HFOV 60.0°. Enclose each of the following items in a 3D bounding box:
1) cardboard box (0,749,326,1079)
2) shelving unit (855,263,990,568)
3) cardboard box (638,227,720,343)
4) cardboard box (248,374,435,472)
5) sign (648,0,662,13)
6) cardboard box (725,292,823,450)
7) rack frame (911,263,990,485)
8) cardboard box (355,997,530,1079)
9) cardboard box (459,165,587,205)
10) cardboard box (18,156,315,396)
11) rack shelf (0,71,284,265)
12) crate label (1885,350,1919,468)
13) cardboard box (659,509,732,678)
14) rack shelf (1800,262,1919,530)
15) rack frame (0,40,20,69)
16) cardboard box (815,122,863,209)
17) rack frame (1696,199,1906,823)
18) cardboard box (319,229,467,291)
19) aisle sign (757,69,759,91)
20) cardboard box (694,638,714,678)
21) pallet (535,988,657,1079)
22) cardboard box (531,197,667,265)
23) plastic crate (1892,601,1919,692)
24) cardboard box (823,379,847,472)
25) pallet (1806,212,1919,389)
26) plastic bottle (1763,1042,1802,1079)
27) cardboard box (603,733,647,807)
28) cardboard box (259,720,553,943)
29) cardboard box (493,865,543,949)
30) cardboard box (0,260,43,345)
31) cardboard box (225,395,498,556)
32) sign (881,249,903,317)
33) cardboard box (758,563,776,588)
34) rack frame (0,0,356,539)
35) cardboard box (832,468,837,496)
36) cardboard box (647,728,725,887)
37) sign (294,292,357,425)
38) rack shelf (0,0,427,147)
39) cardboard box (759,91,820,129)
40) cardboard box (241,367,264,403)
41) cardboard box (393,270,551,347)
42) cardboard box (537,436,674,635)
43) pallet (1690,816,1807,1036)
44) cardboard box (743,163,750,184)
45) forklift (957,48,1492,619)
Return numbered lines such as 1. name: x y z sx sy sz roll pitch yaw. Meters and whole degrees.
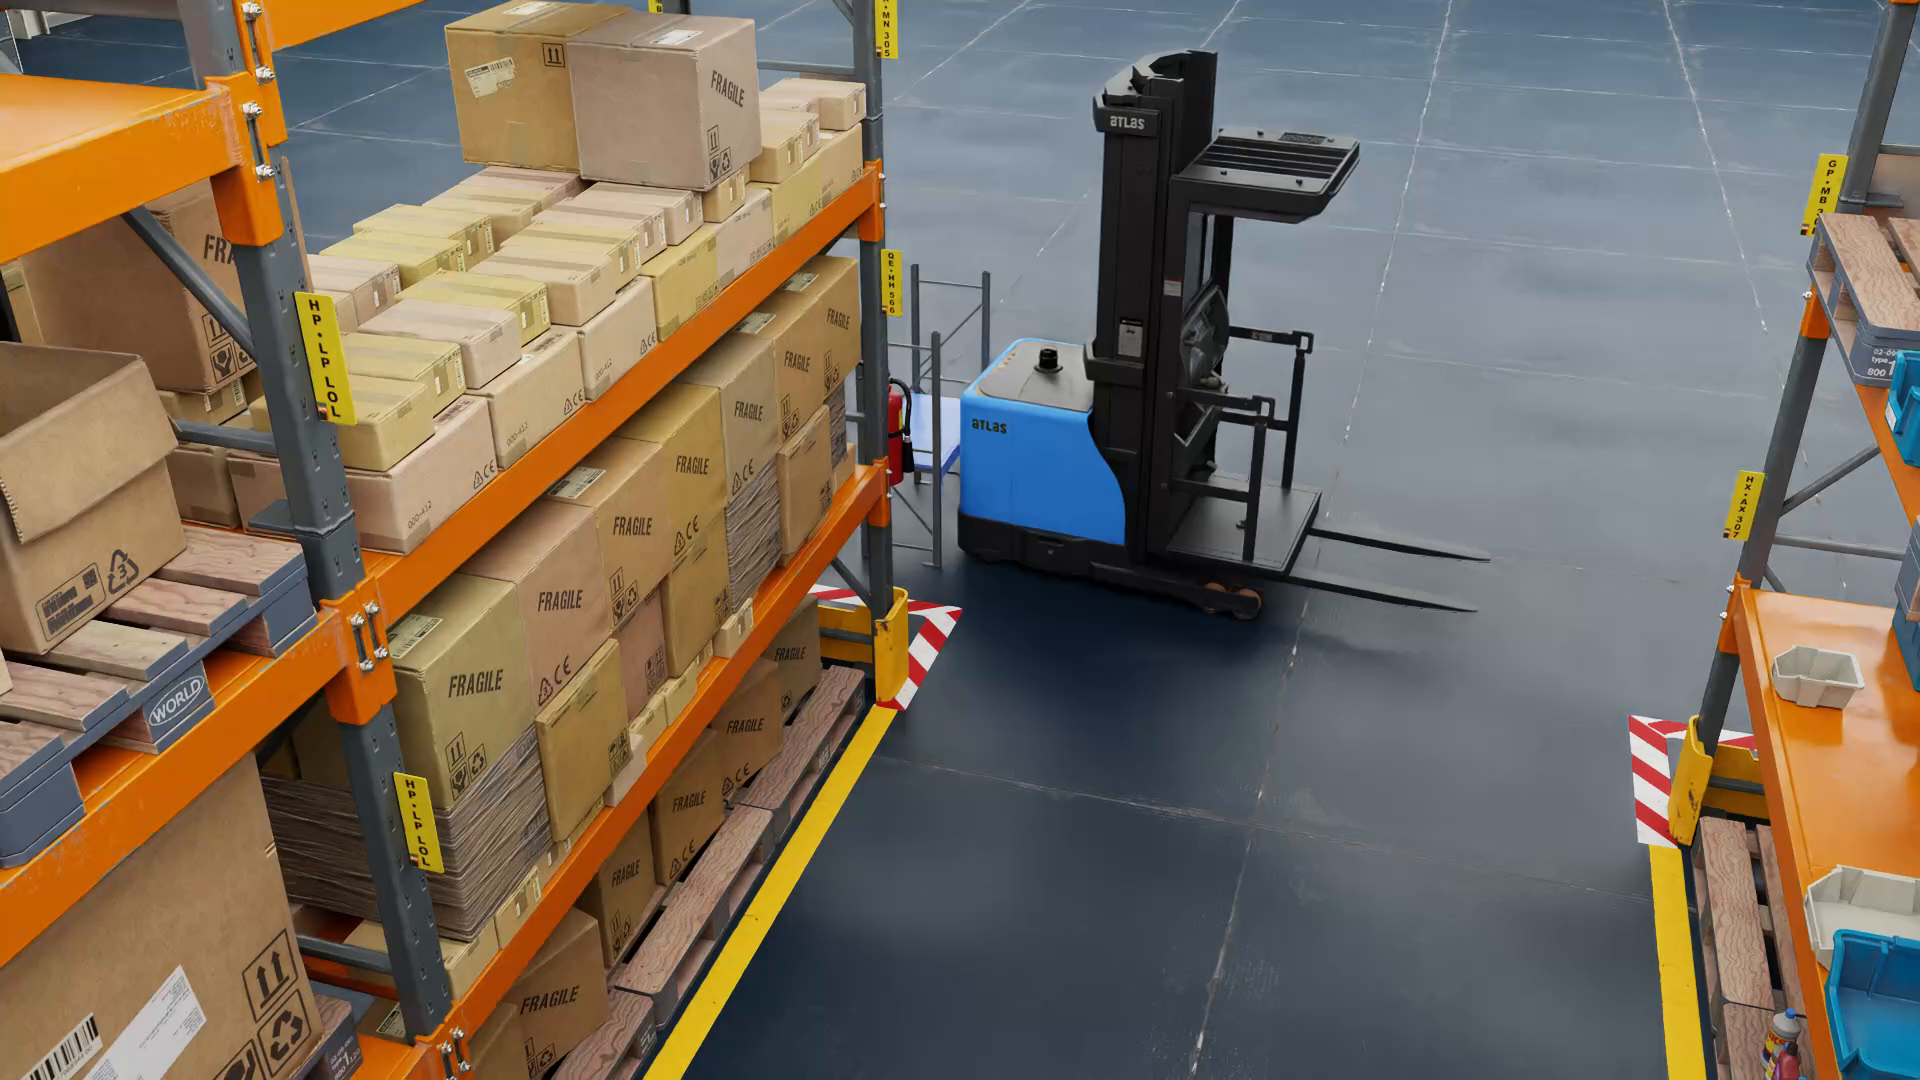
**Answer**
1. cardboard box: -2.386 1.111 4.118 1.000 1.000 1.000 9 30 15
2. shelving unit: -0.207 -0.768 10.088 0.538 1.500 1.048 8 30 15
3. cardboard box: -1.189 -0.932 5.909 0.500 0.250 0.500 8 30 14
4. cardboard box: -1.629 -0.319 4.396 0.380 0.149 0.250 8 30 13
5. sign: -1.364 -2.421 7.532 0.100 0.325 0.005 8 30 15
6. cardboard box: -0.911 -0.738 7.053 0.500 0.500 0.500 8 30 15
7. rack frame: -0.060 -1.004 10.513 0.500 1.500 0.032 8 30 15
8. cardboard box: -1.863 1.936 5.823 0.500 0.500 0.500 8 30 13
9. cardboard box: -1.590 -1.253 6.076 0.380 0.149 0.250 8 30 14
10. cardboard box: -2.131 -0.741 4.487 0.500 0.500 0.500 8 30 13
11. rack shelf: -2.606 0.005 2.136 1.077 0.370 4.000 8 30 15
12. crate label: 3.025 -0.367 4.892 0.502 0.251 0.408 8 30 15
13. cardboard box: -1.411 0.133 6.516 0.875 0.500 0.500 8 30 15
14. rack shelf: 3.303 -0.011 4.839 1.077 0.370 4.000 8 30 15
15. rack frame: -5.557 -1.406 9.692 1.000 3.000 0.127 8 30 15
16. cardboard box: -0.744 -1.636 7.174 0.500 0.250 0.500 9 30 16
17. rack frame: 3.890 0.056 7.064 1.000 3.000 0.127 8 30 15
18. cardboard box: -1.841 -0.885 5.415 0.380 0.149 0.250 10 31 17
19. aisle sign: -1.114 -1.859 7.832 0.394 0.787 0.004 8 30 15
20. cardboard box: -1.211 0.439 6.634 0.380 0.149 0.250 8 30 15
21. pallet: -1.856 2.109 6.241 1.003 0.211 1.213 8 30 15
22. cardboard box: -1.239 -1.055 5.719 0.380 0.149 0.250 9 30 16
23. plastic crate: 4.029 0.396 6.606 0.499 0.251 0.616 8 30 15
24. cardboard box: -1.033 -0.573 7.786 0.875 0.500 0.500 8 30 15
25. pallet: 3.553 -0.802 5.715 1.003 0.211 1.213 8 30 15
26. plastic bottle: 3.029 1.933 6.116 0.097 0.201 0.097 0 29 0
27. cardboard box: -1.359 0.798 5.988 0.380 0.149 0.250 8 30 15
28. cardboard box: -1.828 0.834 5.257 0.875 0.500 0.500 8 30 15
29. cardboard box: -1.583 1.146 5.362 0.380 0.149 0.250 8 30 15
30. cardboard box: -5.622 -1.292 9.333 0.875 0.550 0.550 8 30 15
31. cardboard box: -1.642 -0.210 4.611 0.500 0.250 0.500 7 30 13
32. sign: -0.320 -1.207 7.817 0.100 0.325 0.005 8 30 15
33. cardboard box: -1.031 0.084 7.271 0.380 0.149 0.250 8 30 15
34. rack frame: -2.019 -1.414 3.535 1.000 3.000 0.127 8 30 15
35. cardboard box: -0.805 -0.263 7.896 0.380 0.149 0.250 8 30 15
36. cardboard box: -1.389 1.116 7.297 0.500 0.500 0.500 11 31 20
37. sign: -1.487 -0.424 3.903 0.100 0.325 0.005 8 30 15
38. rack shelf: -1.432 -2.027 5.381 1.077 0.370 4.000 8 30 15
39. cardboard box: -0.817 -1.793 7.046 0.380 0.149 0.250 8 30 13
40. cardboard box: -2.034 -0.515 4.749 0.380 0.149 0.250 9 30 15
41. cardboard box: -1.485 -0.696 5.074 0.380 0.149 0.250 9 30 16
42. cardboard box: -1.351 -0.041 5.800 0.500 0.500 0.500 8 30 15
43. pallet: 3.669 1.693 6.989 1.003 0.211 1.213 8 30 15
44. cardboard box: -1.035 -1.433 6.399 0.380 0.149 0.250 9 30 15
45. forklift: 1.552 -1.125 9.257 3.031 2.935 1.130 11 31 19
